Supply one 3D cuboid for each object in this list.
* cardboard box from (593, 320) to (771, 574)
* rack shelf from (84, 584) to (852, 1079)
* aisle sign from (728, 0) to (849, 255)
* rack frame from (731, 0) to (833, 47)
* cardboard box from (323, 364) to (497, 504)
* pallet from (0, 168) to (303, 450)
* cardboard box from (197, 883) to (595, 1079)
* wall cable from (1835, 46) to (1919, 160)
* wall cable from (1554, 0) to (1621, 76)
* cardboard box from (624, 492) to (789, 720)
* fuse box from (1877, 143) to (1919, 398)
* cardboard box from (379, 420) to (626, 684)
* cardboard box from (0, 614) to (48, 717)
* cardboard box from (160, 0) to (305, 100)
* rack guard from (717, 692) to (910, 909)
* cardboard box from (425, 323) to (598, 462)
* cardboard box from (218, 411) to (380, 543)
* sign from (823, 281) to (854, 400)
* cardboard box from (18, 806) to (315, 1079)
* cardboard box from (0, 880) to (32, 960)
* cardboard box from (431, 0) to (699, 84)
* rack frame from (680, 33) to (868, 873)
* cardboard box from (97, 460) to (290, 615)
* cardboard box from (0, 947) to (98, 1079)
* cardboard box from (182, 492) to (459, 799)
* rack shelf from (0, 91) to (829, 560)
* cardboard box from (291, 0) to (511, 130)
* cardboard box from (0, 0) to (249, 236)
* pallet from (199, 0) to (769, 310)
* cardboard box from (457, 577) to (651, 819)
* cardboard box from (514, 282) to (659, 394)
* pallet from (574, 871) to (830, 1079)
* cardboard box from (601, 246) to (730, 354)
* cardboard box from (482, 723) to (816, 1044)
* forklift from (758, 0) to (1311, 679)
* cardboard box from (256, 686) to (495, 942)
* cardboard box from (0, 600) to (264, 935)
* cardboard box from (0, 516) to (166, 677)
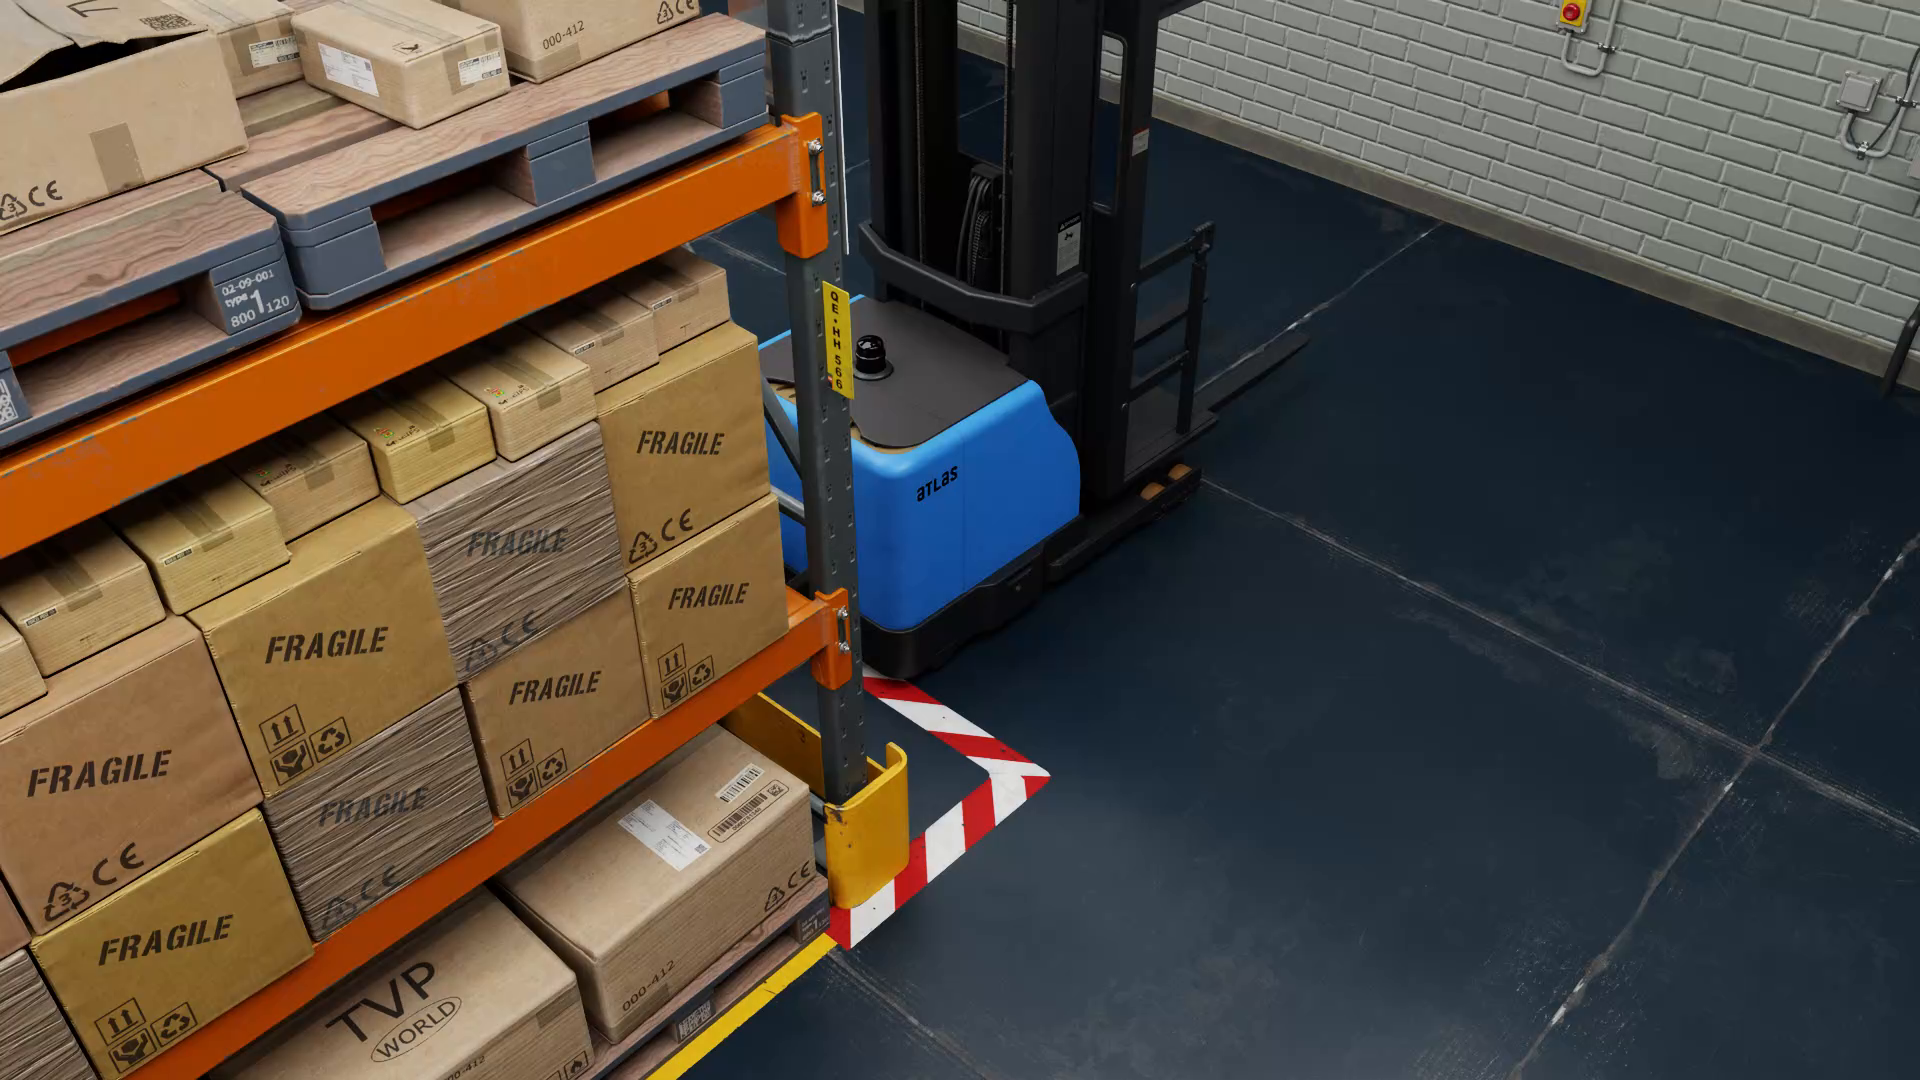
[{"bbox_3d":[-0.863,-0.321,4.360,0.500,0.500,0.500,31,48,33],"label":"cardboard box"},{"bbox_3d":[-2.062,0.989,4.174,1.077,0.370,4.000,30,47,32],"label":"rack shelf"},{"bbox_3d":[-0.436,-1.132,4.175,0.394,0.787,0.004,30,47,32],"label":"aisle sign"},{"bbox_3d":[-0.713,-2.560,3.239,1.000,3.000,0.127,30,47,32],"label":"rack frame"},{"bbox_3d":[-1.273,-0.268,3.772,0.380,0.149,0.250,31,48,33],"label":"cardboard box"},{"bbox_3d":[-2.029,-0.443,3.058,1.003,0.211,1.213,30,47,32],"label":"pallet"},{"bbox_3d":[-1.696,1.396,4.806,0.875,0.438,0.875,31,48,33],"label":"cardboard box"},{"bbox_3d":[4.128,-2.619,7.318,0.588,1.984,0.122,30,47,32],"label":"wall cable"},{"bbox_3d":[3.074,-3.222,8.050,0.585,1.953,0.123,30,47,32],"label":"wall cable"},{"bbox_3d":[-0.843,0.082,4.657,0.500,0.500,0.500,30,47,32],"label":"cardboard box"},{"bbox_3d":[4.526,-1.359,7.584,0.539,1.711,0.414,30,47,32],"label":"fuse box"},{"bbox_3d":[-1.194,-0.068,4.042,0.500,0.500,0.500,30,47,32],"label":"cardboard box"},{"bbox_3d":[-1.966,0.214,3.166,0.380,0.149,0.250,30,47,32],"label":"cardboard box"},{"bbox_3d":[-1.617,-1.088,3.582,0.380,0.149,0.250,31,48,33],"label":"cardboard box"},{"bbox_3d":[-0.697,0.756,5.898,1.175,0.500,0.348,30,47,32],"label":"rack guard"},{"bbox_3d":[-1.073,-0.366,3.896,0.380,0.149,0.250,29,47,31],"label":"cardboard box"},{"bbox_3d":[-1.502,-0.178,3.658,0.380,0.149,0.250,29,47,32],"label":"cardboard box"},{"bbox_3d":[-0.322,-0.523,4.377,0.100,0.325,0.005,30,47,32],"label":"sign"},{"bbox_3d":[-1.872,0.789,3.767,0.500,0.500,0.500,31,48,33],"label":"cardboard box"},{"bbox_3d":[-2.212,0.618,3.179,0.500,0.500,0.500,31,48,33],"label":"cardboard box"},{"bbox_3d":[-0.950,-1.286,3.750,0.500,0.250,0.500,25,45,28],"label":"cardboard box"},{"bbox_3d":[-0.713,-0.212,5.106,1.000,3.000,0.127,30,47,32],"label":"rack frame"},{"bbox_3d":[-1.628,-0.038,3.483,0.380,0.149,0.250,31,48,33],"label":"cardboard box"},{"bbox_3d":[-2.219,1.026,3.469,0.500,0.500,0.500,30,47,32],"label":"cardboard box"},{"bbox_3d":[-1.530,0.158,3.758,0.500,0.500,0.500,29,47,32],"label":"cardboard box"},{"bbox_3d":[-2.062,-0.185,3.241,1.077,0.370,4.000,30,47,32],"label":"rack shelf"},{"bbox_3d":[-1.174,-1.020,3.497,0.380,0.149,0.250,26,45,29],"label":"cardboard box"},{"bbox_3d":[-1.760,-0.888,3.200,0.500,0.311,0.500,31,48,33],"label":"cardboard box"},{"bbox_3d":[-1.206,-1.006,3.766,1.003,0.211,1.213,30,47,32],"label":"pallet"},{"bbox_3d":[-1.193,0.306,4.374,0.500,0.500,0.500,29,47,31],"label":"cardboard box"},{"bbox_3d":[-0.961,-0.520,4.089,0.380,0.149,0.250,31,48,33],"label":"cardboard box"},{"bbox_3d":[-1.195,1.280,5.471,1.003,0.211,1.213,30,47,32],"label":"pallet"},{"bbox_3d":[-0.808,-0.647,4.249,0.380,0.149,0.250,30,47,32],"label":"cardboard box"},{"bbox_3d":[-1.085,0.972,5.339,0.875,0.438,0.875,28,46,31],"label":"cardboard box"},{"bbox_3d":[0.434,-1.431,6.694,1.130,2.935,3.031,31,48,33],"label":"forklift"},{"bbox_3d":[-1.533,0.547,4.072,0.500,0.500,0.500,31,48,33],"label":"cardboard box"},{"bbox_3d":[-1.870,0.388,3.468,0.500,0.500,0.500,29,47,32],"label":"cardboard box"},{"bbox_3d":[-1.819,0.075,3.341,0.380,0.149,0.250,31,48,33],"label":"cardboard box"}]
